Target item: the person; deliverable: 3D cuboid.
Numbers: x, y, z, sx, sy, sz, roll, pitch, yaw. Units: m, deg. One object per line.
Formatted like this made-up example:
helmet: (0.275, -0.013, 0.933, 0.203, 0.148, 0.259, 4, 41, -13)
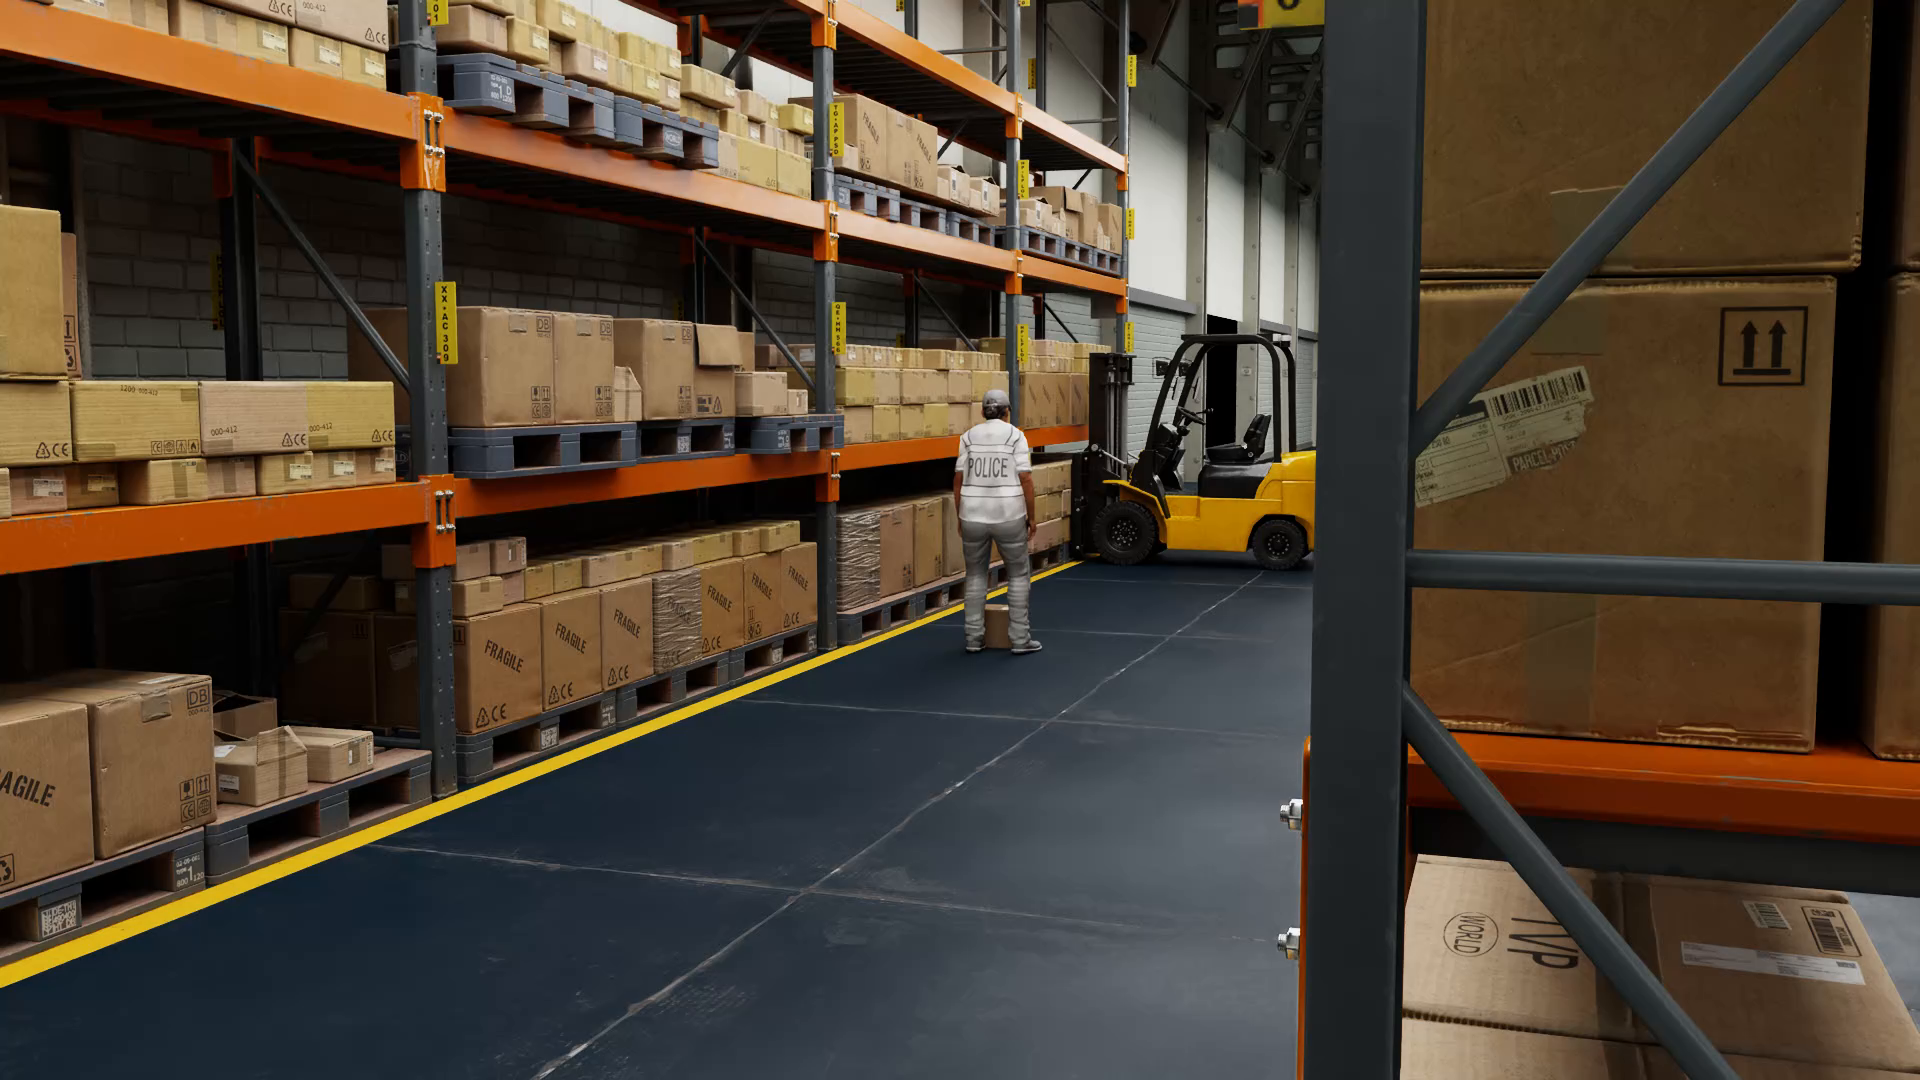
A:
person: (0.234, -0.122, 10.520, 0.541, 1.667, 0.464, 2, 6, 17)
